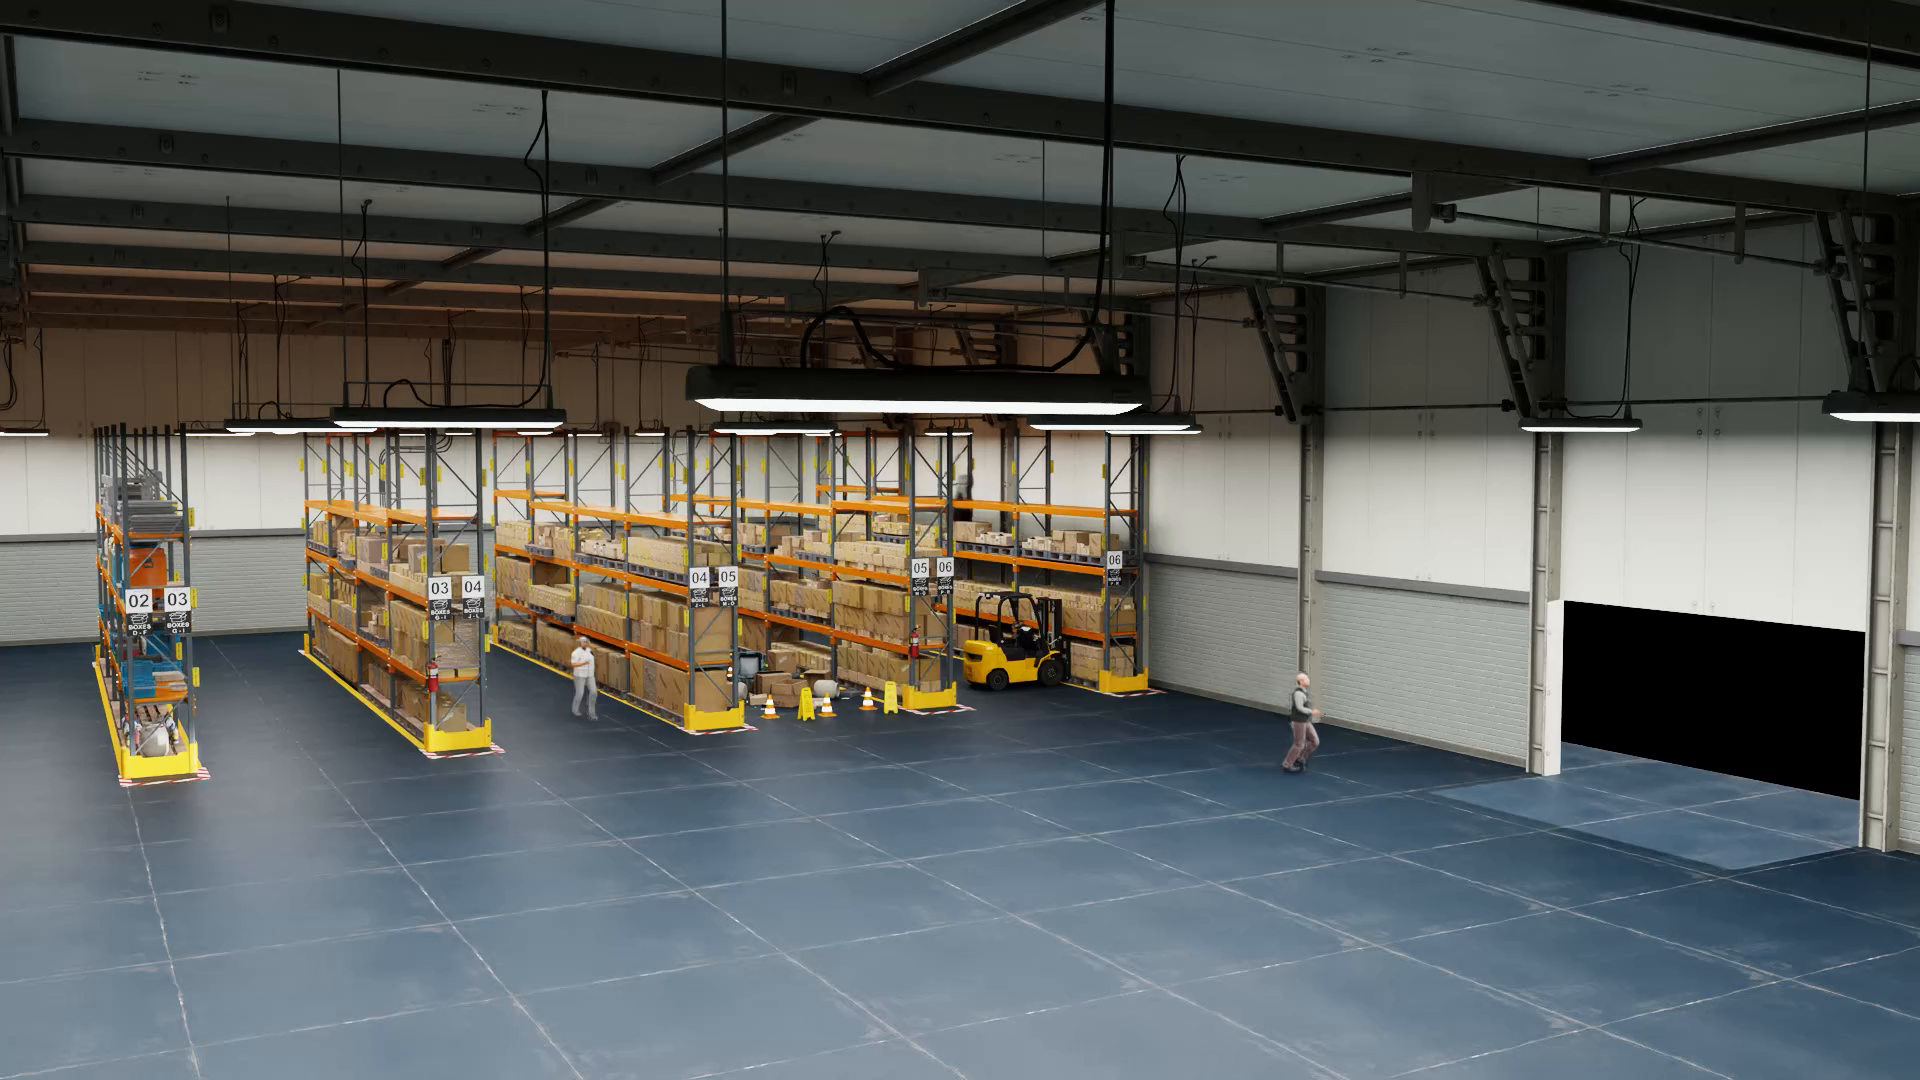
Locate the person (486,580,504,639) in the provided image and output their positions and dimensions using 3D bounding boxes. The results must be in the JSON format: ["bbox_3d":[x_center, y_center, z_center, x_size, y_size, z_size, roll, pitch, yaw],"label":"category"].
[{"bbox_3d":[-13.305,1.977,47.755,0.859,1.706,0.592,-3,4,-38],"label":"person"}]

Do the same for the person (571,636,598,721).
[{"bbox_3d":[-7.703,2.828,34.045,0.590,1.721,0.726,-3,4,-39],"label":"person"}]

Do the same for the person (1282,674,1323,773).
[{"bbox_3d":[5.882,3.153,28.469,0.692,1.742,0.685,1,4,22],"label":"person"}]
